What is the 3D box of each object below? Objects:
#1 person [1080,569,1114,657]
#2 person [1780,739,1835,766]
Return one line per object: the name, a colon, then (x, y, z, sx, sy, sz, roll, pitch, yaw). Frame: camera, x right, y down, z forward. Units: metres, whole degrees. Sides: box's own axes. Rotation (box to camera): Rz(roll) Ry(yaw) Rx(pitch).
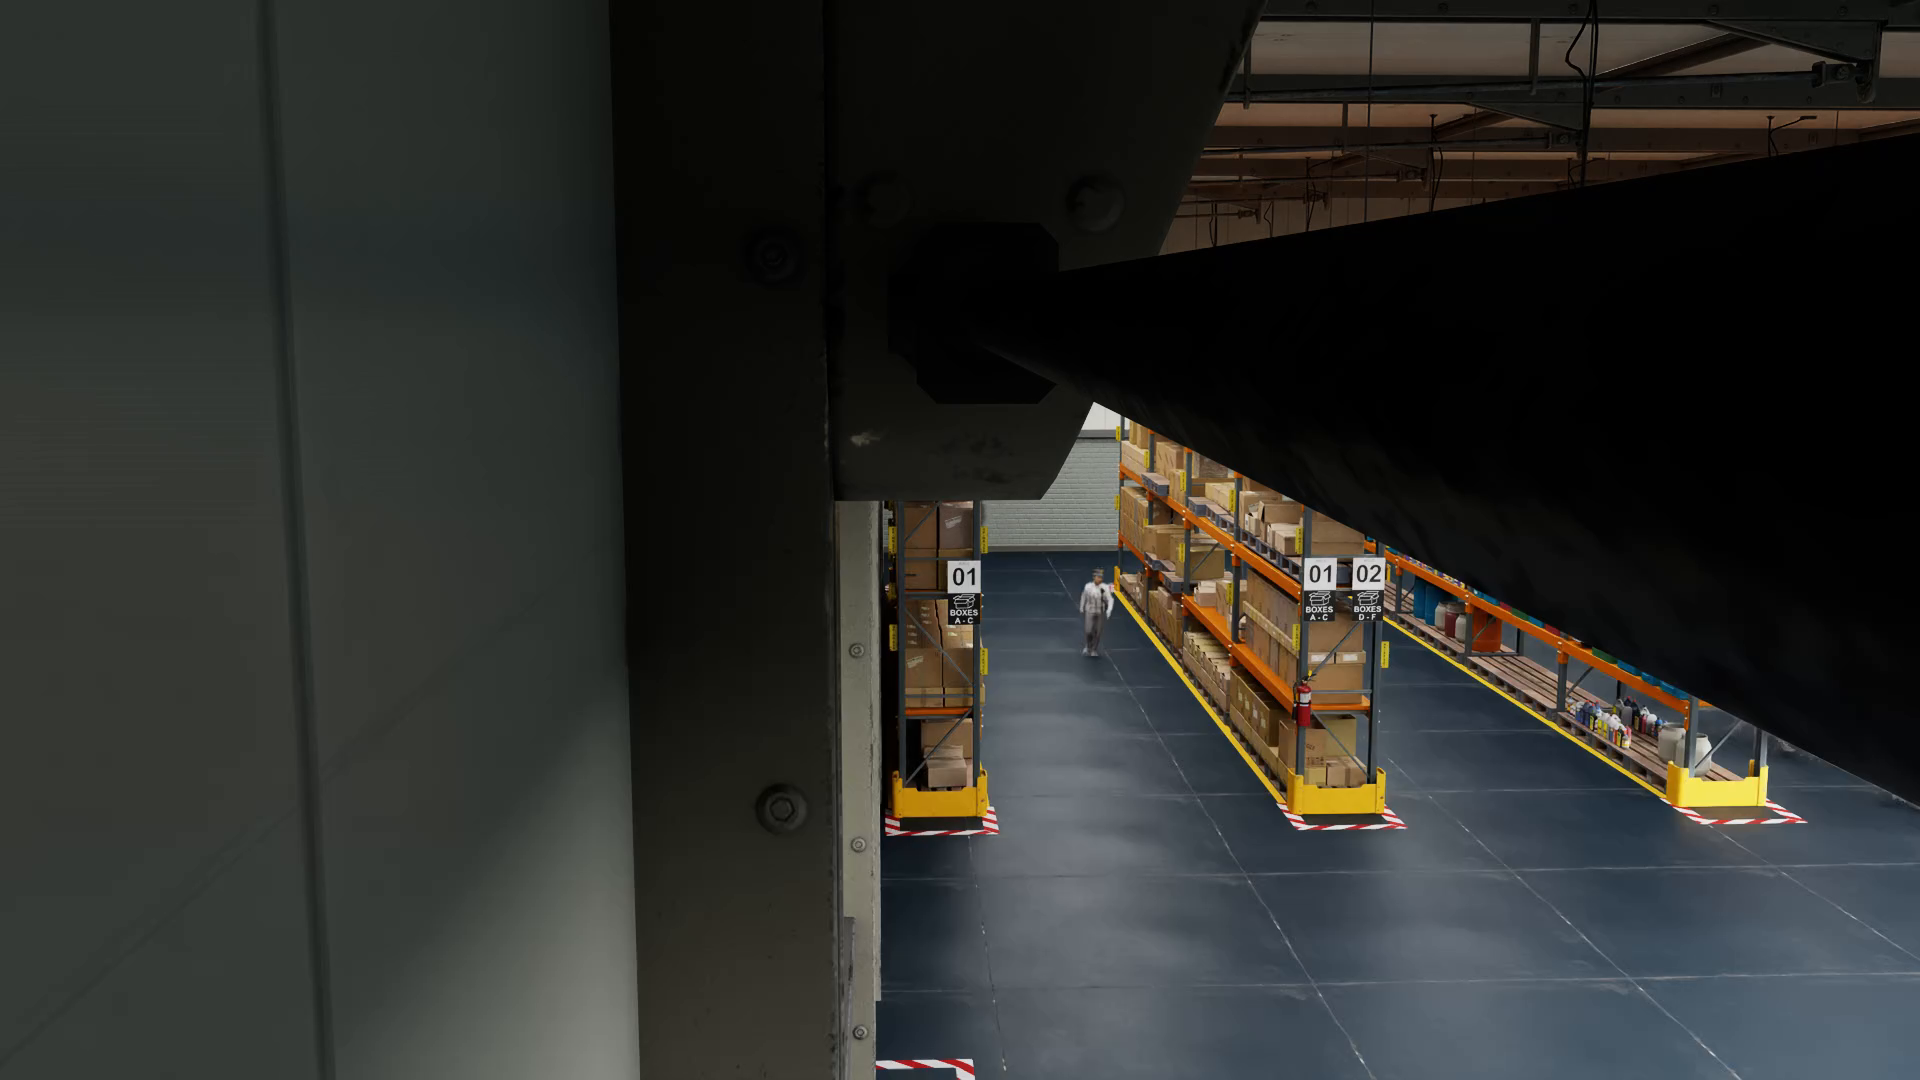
person: (2.421, 1.302, 29.387, 0.598, 1.622, 0.733, 0, 8, 3)
person: (11.832, 2.298, 22.930, 0.658, 1.645, 0.990, -4, 9, -24)
